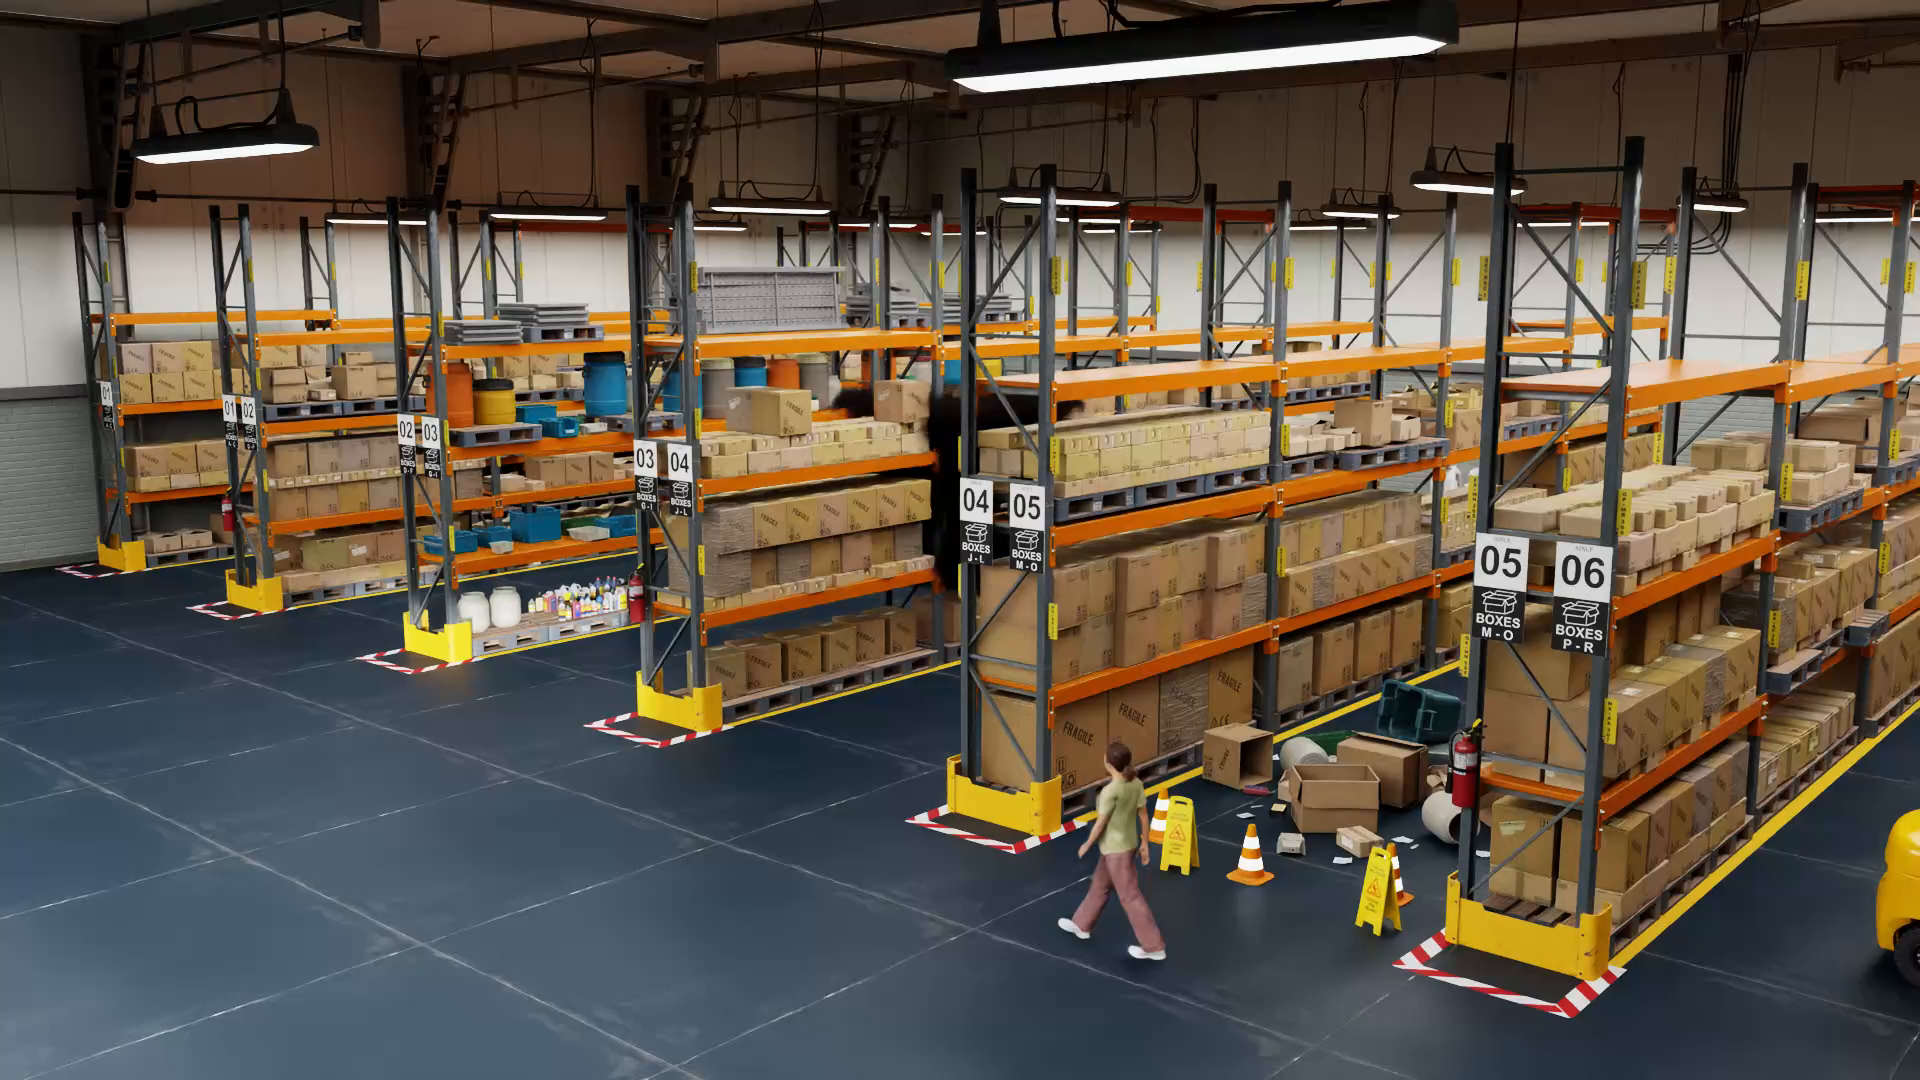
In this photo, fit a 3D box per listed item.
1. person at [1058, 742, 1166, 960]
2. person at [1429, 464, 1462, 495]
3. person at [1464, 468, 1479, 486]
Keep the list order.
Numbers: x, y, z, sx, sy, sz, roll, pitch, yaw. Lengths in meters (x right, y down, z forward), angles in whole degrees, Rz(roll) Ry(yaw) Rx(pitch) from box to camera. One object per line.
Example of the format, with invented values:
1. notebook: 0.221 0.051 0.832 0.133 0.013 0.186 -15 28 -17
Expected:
1. person: 1.109 2.298 12.446 0.969 1.622 0.447 5 11 27
2. person: 9.021 -0.773 30.870 0.605 1.692 0.960 4 10 20
3. person: 8.751 -0.362 28.298 0.650 1.739 1.003 8 12 40
